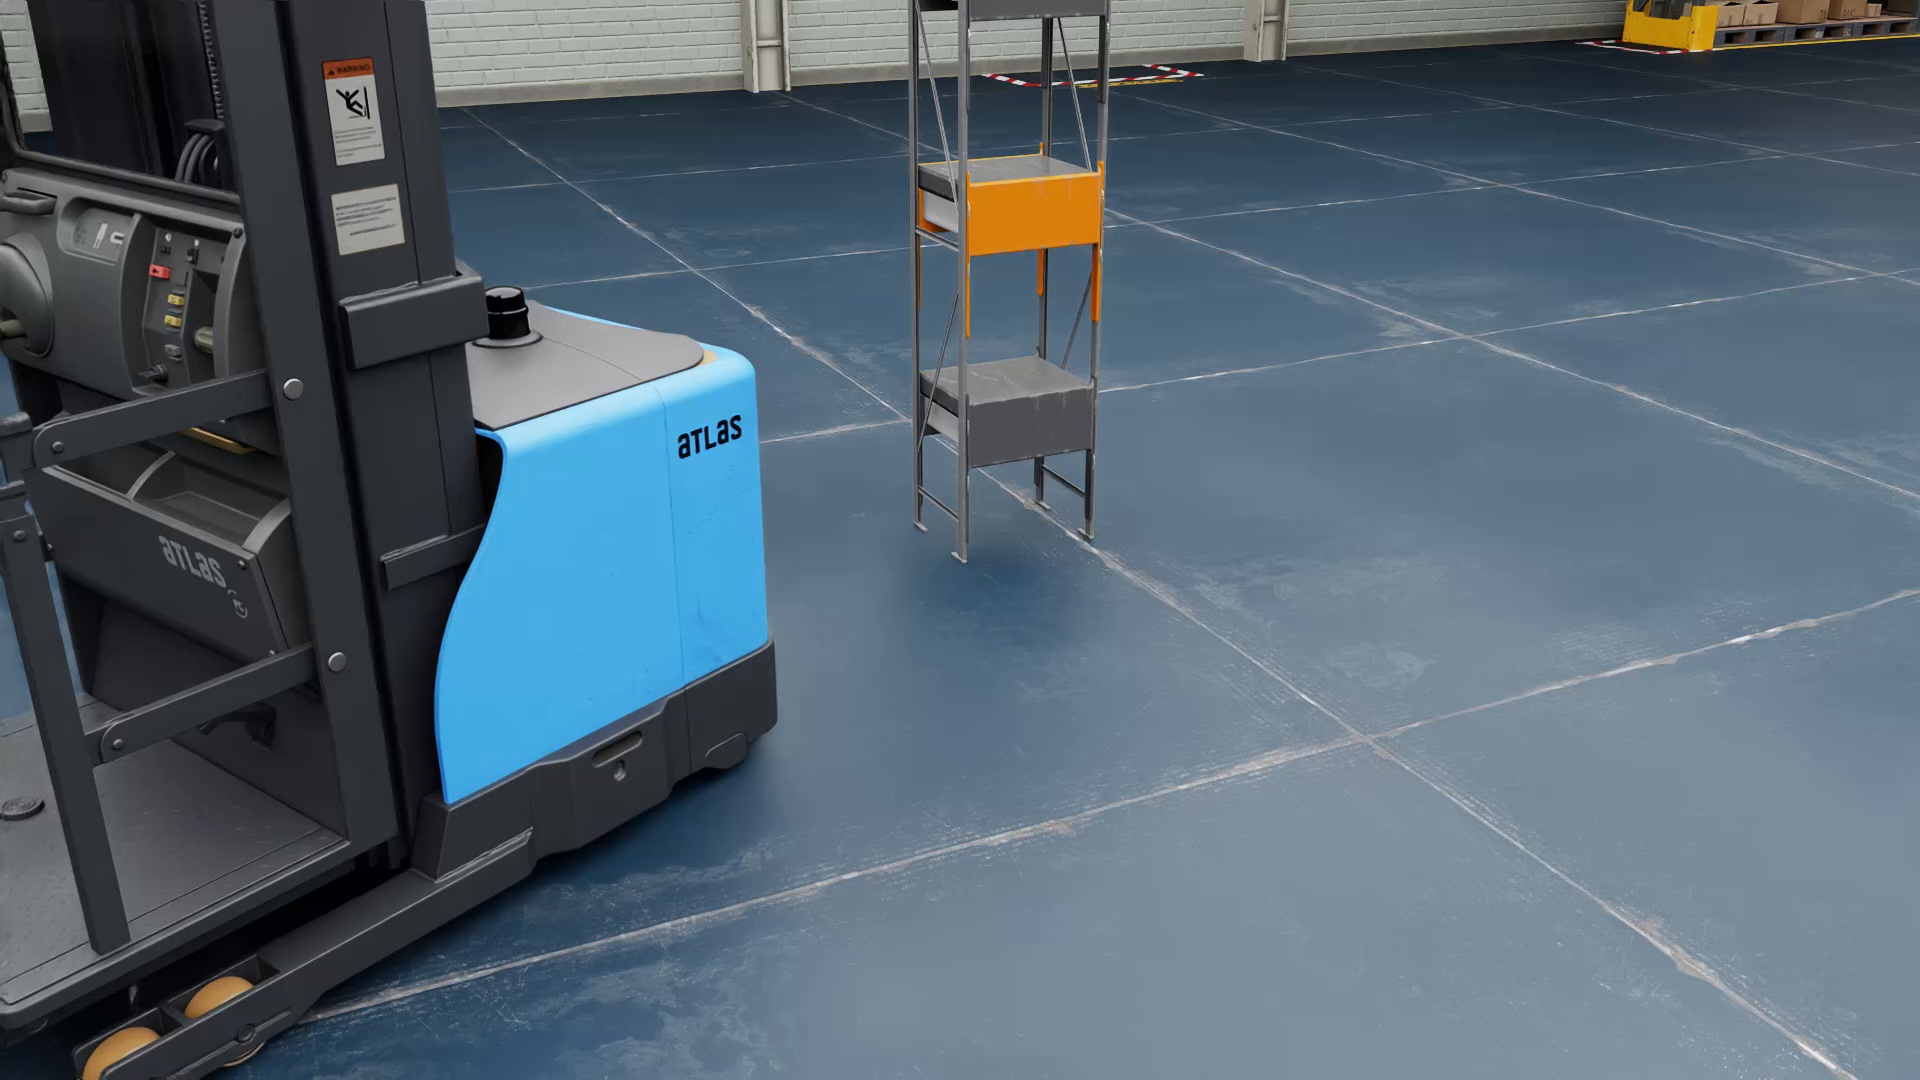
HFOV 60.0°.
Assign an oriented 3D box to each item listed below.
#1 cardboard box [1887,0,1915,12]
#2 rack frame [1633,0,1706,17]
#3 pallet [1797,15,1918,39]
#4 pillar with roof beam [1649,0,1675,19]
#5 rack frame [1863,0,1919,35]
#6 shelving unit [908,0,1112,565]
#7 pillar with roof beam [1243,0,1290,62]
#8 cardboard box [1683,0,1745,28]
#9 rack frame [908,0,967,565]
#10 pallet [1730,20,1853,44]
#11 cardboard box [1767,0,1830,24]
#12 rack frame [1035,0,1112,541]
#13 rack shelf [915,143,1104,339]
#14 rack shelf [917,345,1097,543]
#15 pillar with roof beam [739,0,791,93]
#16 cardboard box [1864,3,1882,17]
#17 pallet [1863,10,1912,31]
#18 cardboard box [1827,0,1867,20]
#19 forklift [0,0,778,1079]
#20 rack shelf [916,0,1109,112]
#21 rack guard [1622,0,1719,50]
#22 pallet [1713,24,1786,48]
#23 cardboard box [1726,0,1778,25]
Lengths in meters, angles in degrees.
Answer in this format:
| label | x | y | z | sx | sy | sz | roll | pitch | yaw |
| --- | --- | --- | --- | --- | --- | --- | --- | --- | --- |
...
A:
| label | x | y | z | sx | sy | sz | roll | pitch | yaw |
| --- | --- | --- | --- | --- | --- | --- | --- | --- | --- |
| cardboard box | 12.890 | -7.310 | 22.181 | 0.500 | 0.500 | 0.700 | -10 | 24 | -22 |
| rack frame | 8.629 | -7.470 | 19.875 | 0.127 | 3.000 | 1.000 | -10 | 25 | -24 |
| pallet | 11.644 | -6.722 | 21.713 | 1.213 | 0.211 | 1.003 | -10 | 25 | -24 |
| pillar with roof beam | 10.752 | -9.173 | 16.144 | 0.400 | 9.000 | 9.100 | -10 | 25 | -24 |
| rack frame | 12.234 | -8.134 | 21.478 | 0.127 | 3.000 | 1.000 | -10 | 25 | -24 |
| shelving unit | 0.149 | -0.998 | 5.415 | 0.503 | 2.100 | 0.431 | -10 | 25 | -24 |
| pillar with roof beam | 5.346 | -8.178 | 13.740 | 0.400 | 9.000 | 9.100 | -10 | 25 | -24 |
| cardboard box | 9.292 | -6.515 | 20.508 | 0.500 | 0.311 | 0.500 | -14 | 26 | -30 |
| rack frame | -0.071 | -0.957 | 5.317 | 0.015 | 2.100 | 0.400 | -10 | 25 | -24 |
| pallet | 10.543 | -6.518 | 21.220 | 1.213 | 0.211 | 1.003 | -10 | 25 | -24 |
| cardboard box | 10.488 | -6.802 | 20.952 | 0.500 | 0.500 | 0.700 | -12 | 25 | -27 |
| rack frame | 0.369 | -1.038 | 5.513 | 0.015 | 2.100 | 0.400 | -10 | 25 | -24 |
| rack shelf | 0.149 | -0.985 | 5.420 | 0.480 | 0.518 | 0.431 | -10 | 25 | -24 |
| rack shelf | 0.149 | -0.338 | 5.688 | 0.480 | 0.518 | 0.431 | -10 | 25 | -24 |
| pillar with roof beam | -0.061 | -7.182 | 11.336 | 0.400 | 9.000 | 9.100 | -10 | 25 | -24 |
| cardboard box | 11.765 | -6.929 | 21.697 | 0.250 | 0.166 | 0.380 | -14 | 26 | -30 |
| pallet | 12.935 | -6.975 | 22.325 | 1.213 | 0.211 | 1.003 | -10 | 25 | -24 |
| cardboard box | 11.316 | -6.996 | 21.423 | 0.500 | 0.500 | 0.500 | -12 | 26 | -28 |
| forklift | -1.776 | -0.479 | 3.075 | 1.130 | 2.935 | 3.031 | 16 | 28 | 34 |
| rack shelf | 0.149 | -1.632 | 5.152 | 0.480 | 0.518 | 0.431 | -10 | 25 | -24 |
| rack guard | 8.698 | -6.328 | 20.384 | 0.348 | 0.500 | 1.175 | -10 | 25 | -24 |
| pallet | 9.445 | -6.317 | 20.735 | 1.213 | 0.211 | 1.003 | -10 | 25 | -24 |
| cardboard box | 9.806 | -6.610 | 20.736 | 0.500 | 0.311 | 0.500 | -8 | 24 | -19 |
